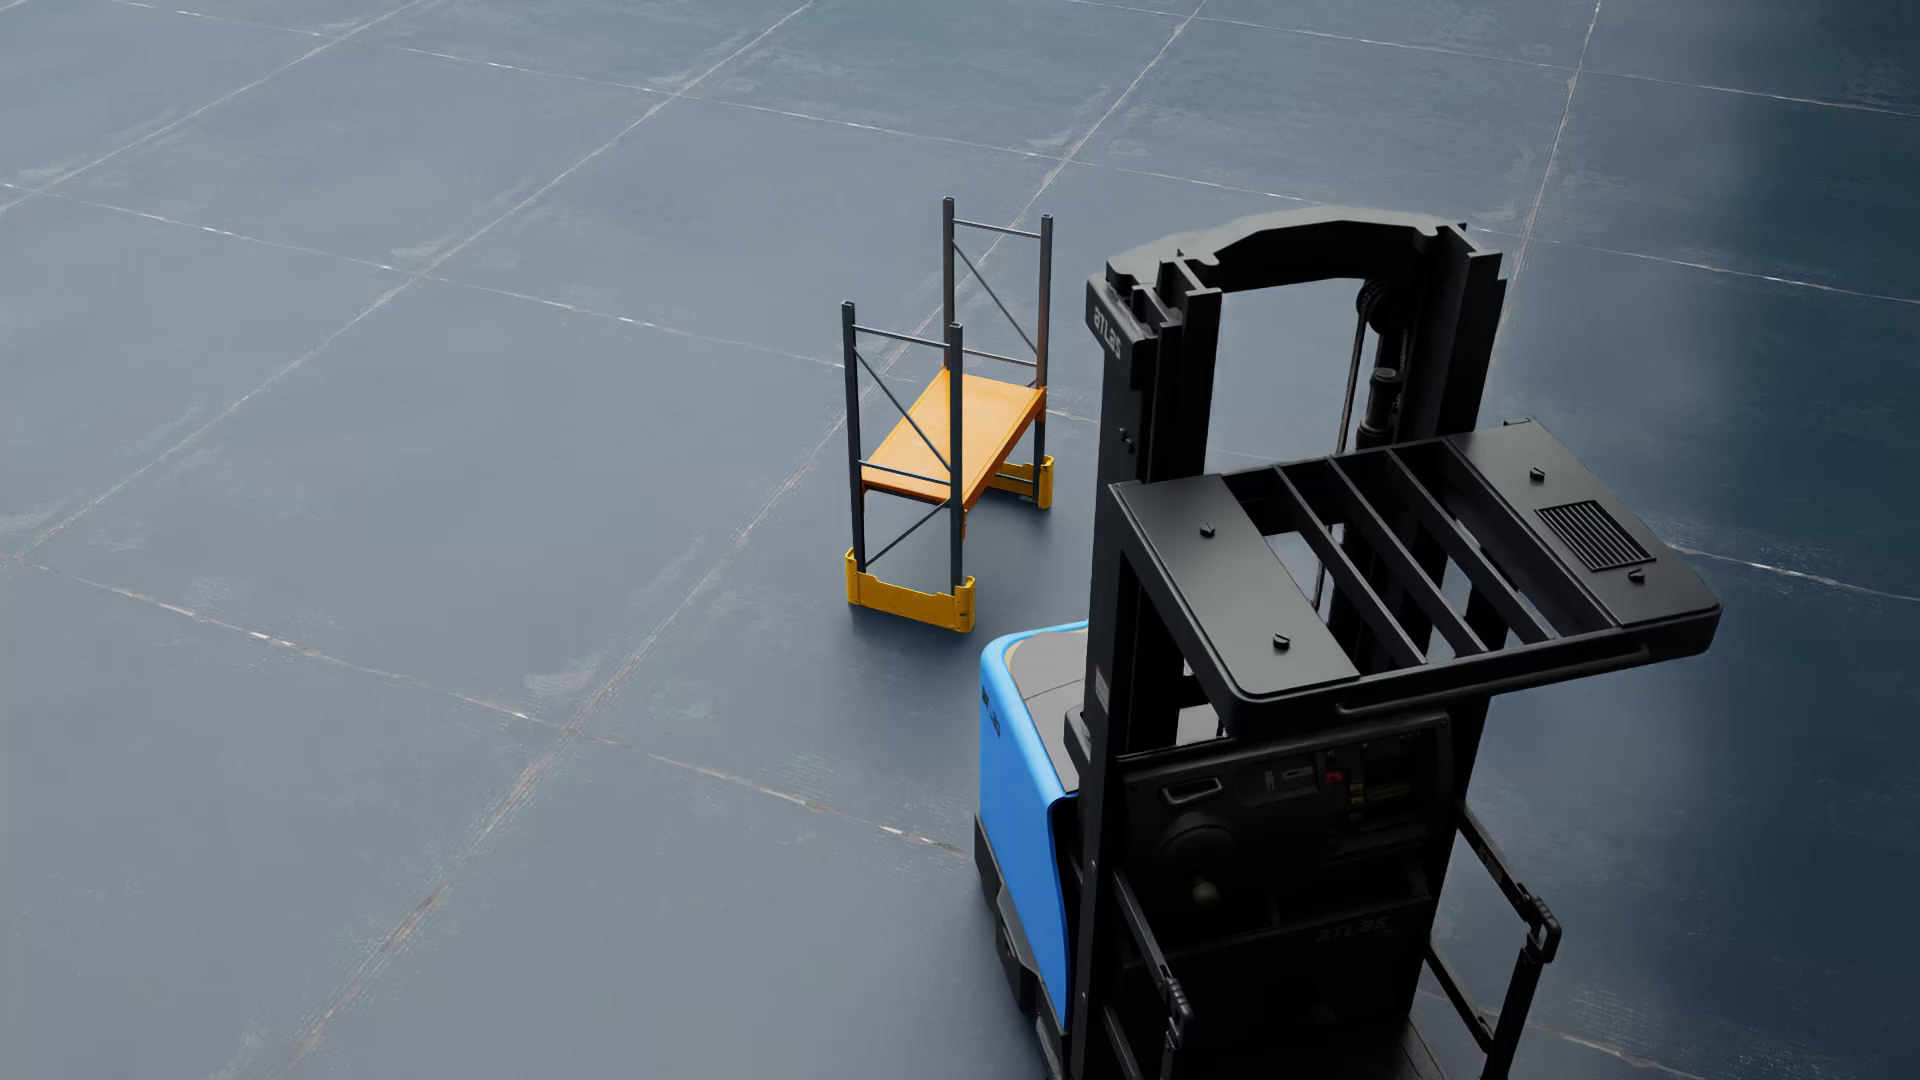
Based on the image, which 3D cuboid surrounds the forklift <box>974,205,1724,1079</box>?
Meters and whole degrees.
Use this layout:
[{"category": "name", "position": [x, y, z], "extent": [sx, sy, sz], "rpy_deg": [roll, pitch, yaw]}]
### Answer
[{"category": "forklift", "position": [0.938, 0.786, 4.250], "extent": [1.130, 2.935, 3.031], "rpy_deg": [-9, 38, -12]}]

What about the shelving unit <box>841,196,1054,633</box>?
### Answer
[{"category": "shelving unit", "position": [-0.029, -0.559, 7.245], "extent": [0.587, 1.500, 1.083], "rpy_deg": [14, 39, 18]}]

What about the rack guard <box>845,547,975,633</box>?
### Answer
[{"category": "rack guard", "position": [-0.218, 0.218, 7.250], "extent": [0.587, 0.250, 0.087], "rpy_deg": [14, 39, 18]}]

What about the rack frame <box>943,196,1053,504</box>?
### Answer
[{"category": "rack frame", "position": [0.161, -0.835, 7.614], "extent": [0.500, 1.500, 0.032], "rpy_deg": [14, 39, 18]}]

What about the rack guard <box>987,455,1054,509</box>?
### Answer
[{"category": "rack guard", "position": [0.160, -0.334, 7.988], "extent": [0.587, 0.250, 0.087], "rpy_deg": [14, 39, 18]}]

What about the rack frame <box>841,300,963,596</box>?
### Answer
[{"category": "rack frame", "position": [-0.226, -0.272, 6.861], "extent": [0.500, 1.500, 0.032], "rpy_deg": [14, 39, 18]}]

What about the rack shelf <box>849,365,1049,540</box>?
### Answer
[{"category": "rack shelf", "position": [-0.032, -0.409, 7.345], "extent": [0.538, 0.185, 1.000], "rpy_deg": [14, 39, 18]}]
